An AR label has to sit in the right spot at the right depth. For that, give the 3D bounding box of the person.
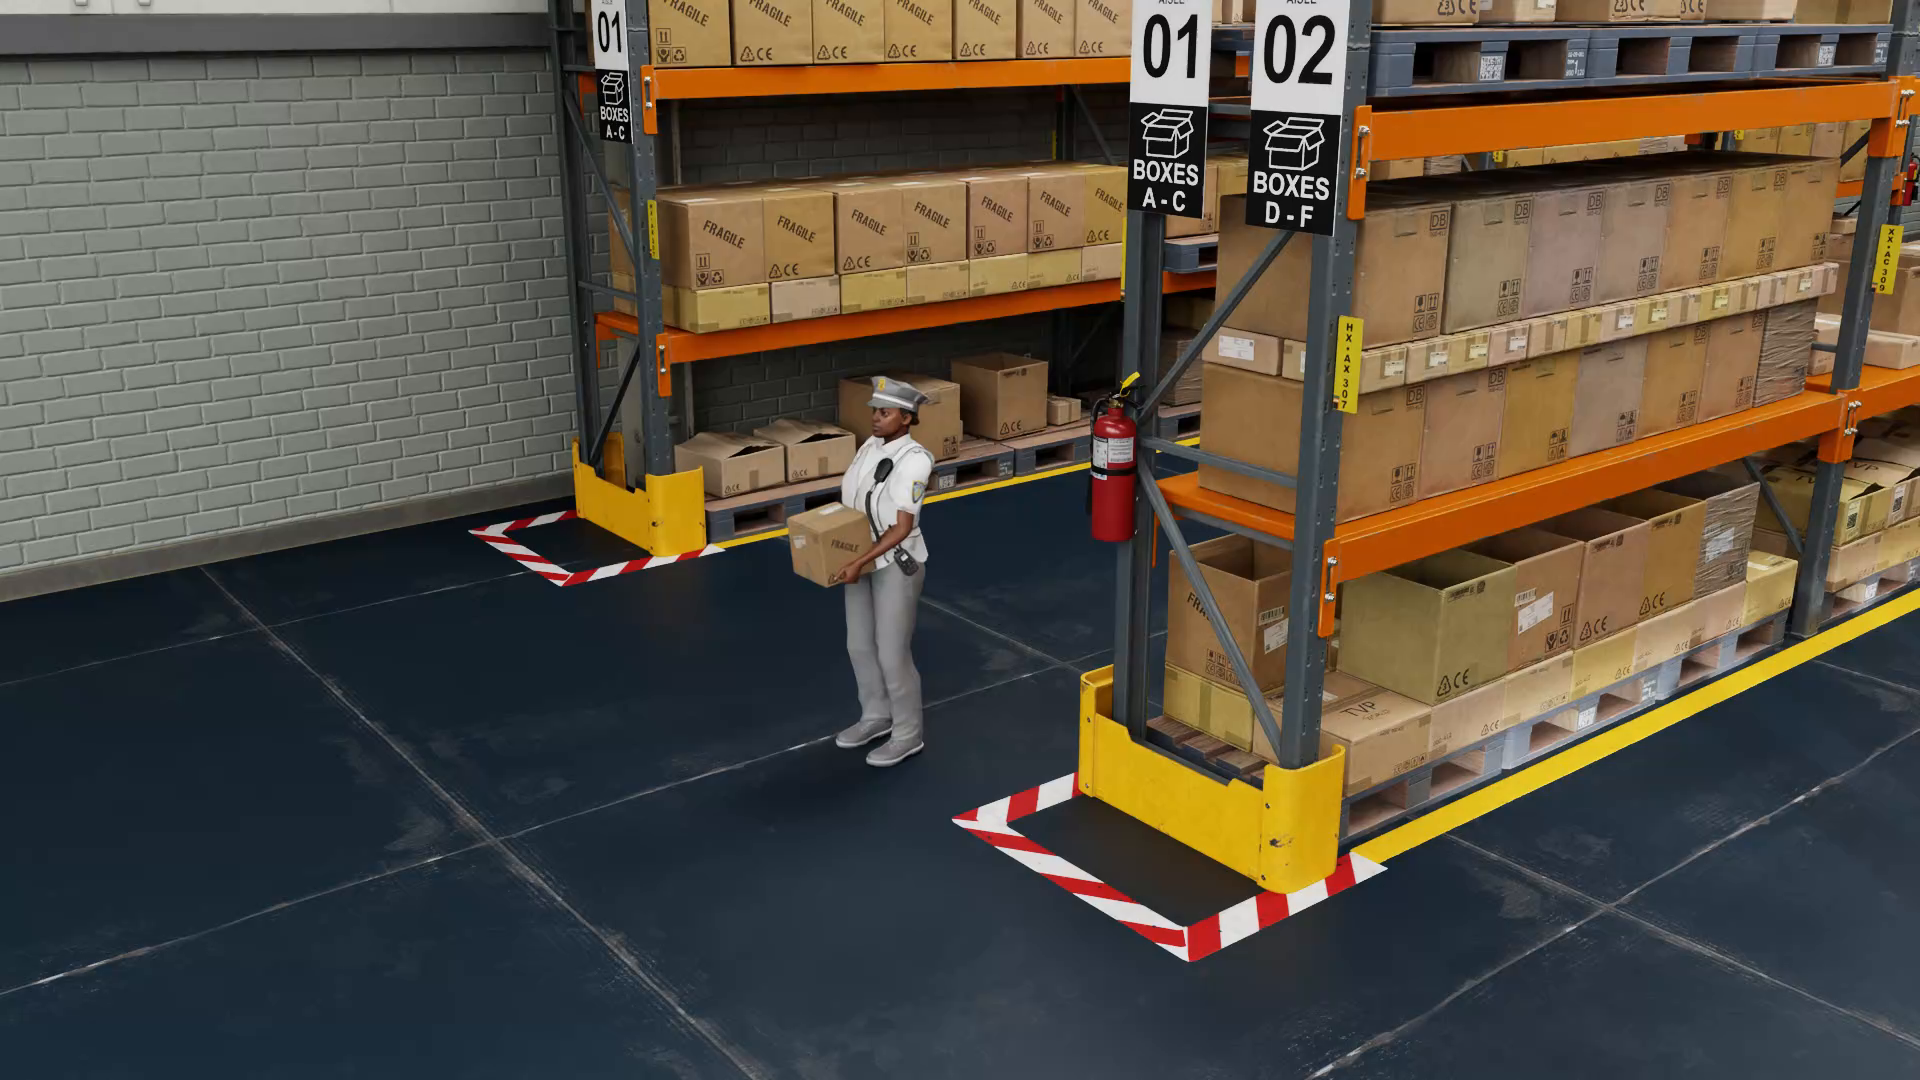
[{"bbox_3d":[-0.382,0.132,7.108,0.534,1.682,0.450,-13,22,-36],"label":"person"}]
